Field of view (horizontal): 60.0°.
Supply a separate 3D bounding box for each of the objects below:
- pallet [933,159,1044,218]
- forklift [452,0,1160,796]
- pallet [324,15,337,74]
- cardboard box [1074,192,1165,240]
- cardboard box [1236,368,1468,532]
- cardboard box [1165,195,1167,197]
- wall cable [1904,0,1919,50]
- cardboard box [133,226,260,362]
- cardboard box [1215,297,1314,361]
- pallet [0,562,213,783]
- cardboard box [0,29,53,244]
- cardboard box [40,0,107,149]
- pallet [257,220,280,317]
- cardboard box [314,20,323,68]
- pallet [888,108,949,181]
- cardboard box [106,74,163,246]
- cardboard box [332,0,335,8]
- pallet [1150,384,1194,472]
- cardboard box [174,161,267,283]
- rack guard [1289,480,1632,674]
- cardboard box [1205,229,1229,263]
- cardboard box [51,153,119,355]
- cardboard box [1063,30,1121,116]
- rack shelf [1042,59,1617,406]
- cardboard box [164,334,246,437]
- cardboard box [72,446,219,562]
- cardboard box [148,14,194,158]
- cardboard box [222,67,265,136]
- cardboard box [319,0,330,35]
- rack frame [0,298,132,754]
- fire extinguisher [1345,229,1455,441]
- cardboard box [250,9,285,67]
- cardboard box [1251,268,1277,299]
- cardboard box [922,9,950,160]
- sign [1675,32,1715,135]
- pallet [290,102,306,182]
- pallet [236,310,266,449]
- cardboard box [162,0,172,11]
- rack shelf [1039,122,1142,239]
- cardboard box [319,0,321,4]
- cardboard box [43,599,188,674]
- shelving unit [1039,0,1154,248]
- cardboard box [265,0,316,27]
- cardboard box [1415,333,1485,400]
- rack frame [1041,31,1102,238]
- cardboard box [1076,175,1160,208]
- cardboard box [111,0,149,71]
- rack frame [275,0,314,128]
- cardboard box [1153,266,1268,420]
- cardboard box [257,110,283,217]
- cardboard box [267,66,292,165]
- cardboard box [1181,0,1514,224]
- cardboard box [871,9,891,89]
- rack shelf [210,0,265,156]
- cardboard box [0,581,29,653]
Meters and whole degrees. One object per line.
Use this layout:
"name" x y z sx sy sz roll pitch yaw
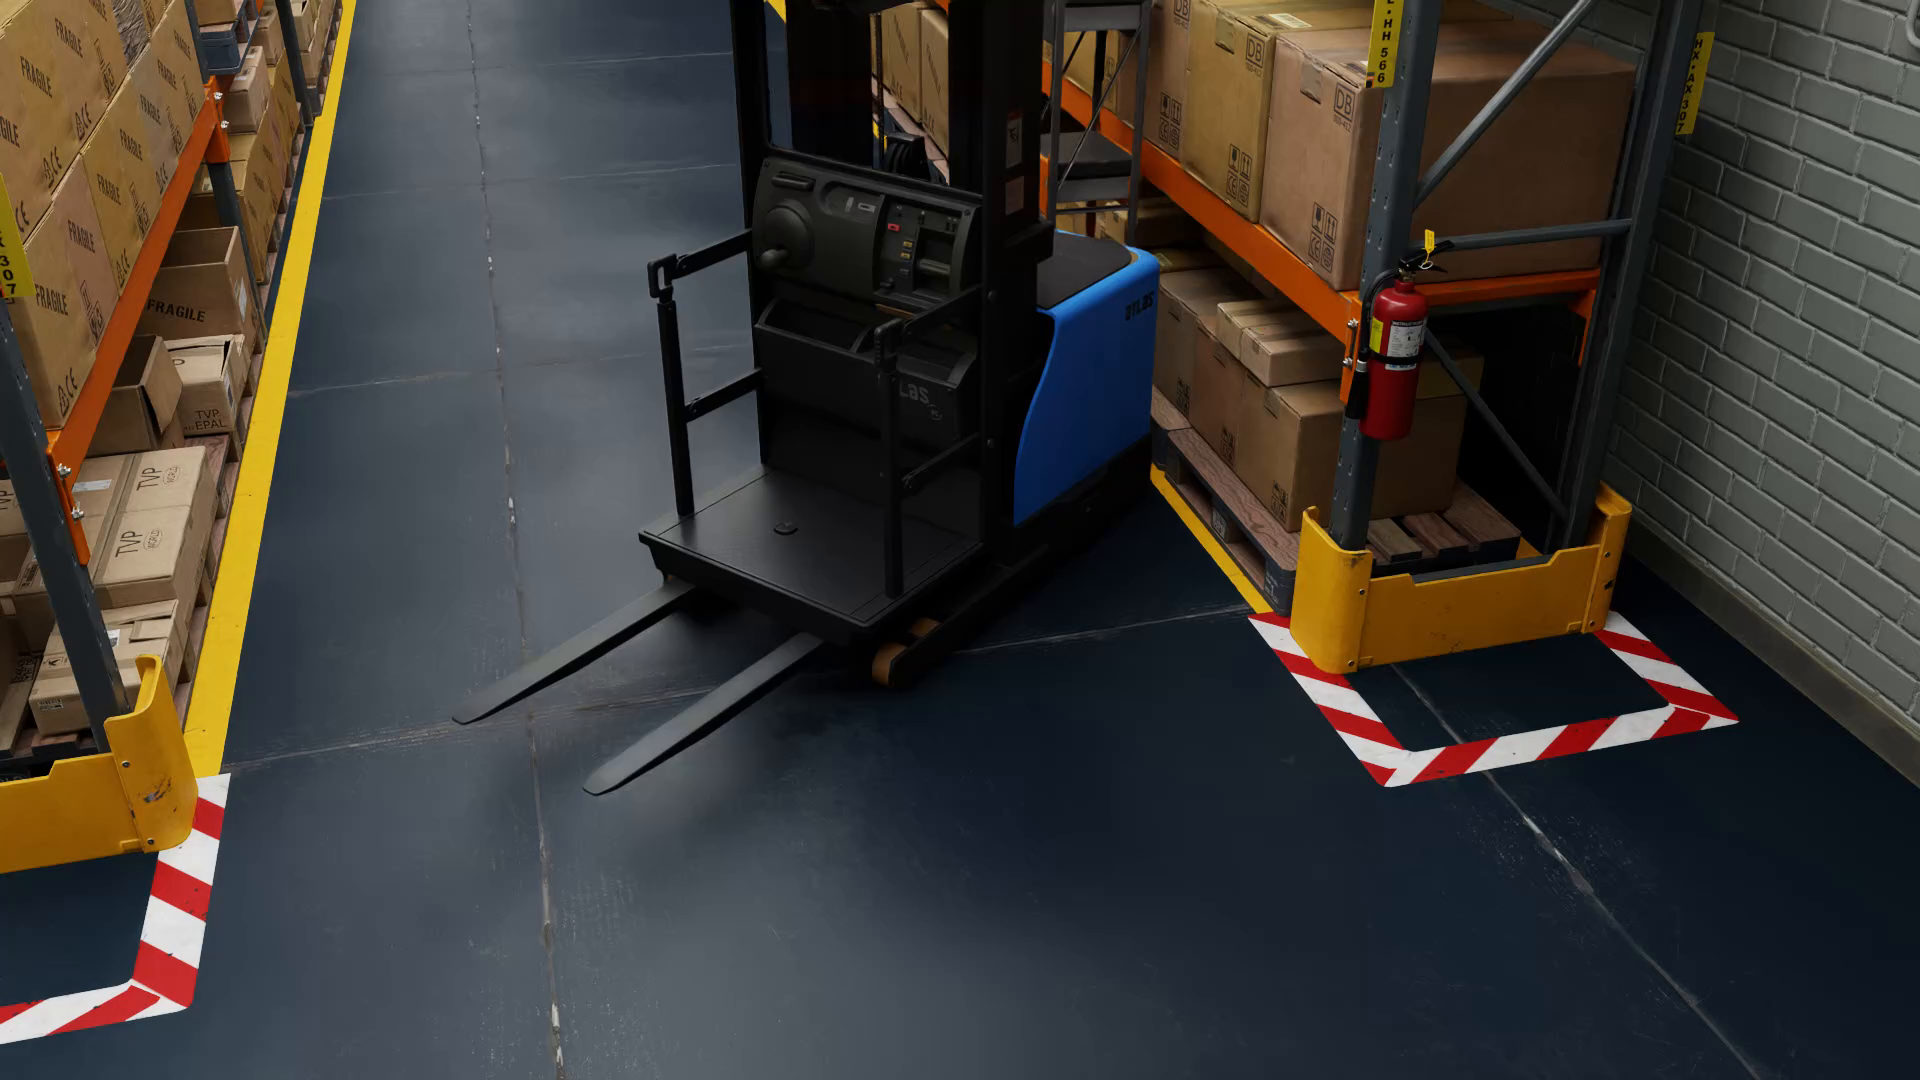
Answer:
"pallet" 0.469 -2.072 10.119 1.003 0.211 1.213 -8 31 -13
"forklift" -0.468 -1.021 5.587 1.130 2.935 3.031 20 36 31
"pallet" -5.591 -3.972 13.401 1.003 0.211 1.213 -8 31 -13
"cardboard box" 0.976 -1.398 8.247 0.700 0.500 0.500 -8 31 -14
"cardboard box" 1.526 -0.409 6.538 0.700 0.500 0.500 -8 31 -13
"cardboard box" 1.211 -1.637 8.012 0.380 0.149 0.250 -9 31 -15
"wall cable" 3.060 -0.931 4.350 0.084 1.984 1.851 -8 31 -13
"cardboard box" -3.604 -1.127 7.758 0.500 0.500 0.500 -8 31 -13
"cardboard box" 1.247 -0.851 6.654 0.380 0.149 0.250 -7 31 -12
"pallet" -3.200 0.462 5.742 1.003 0.211 1.213 -8 31 -13
"cardboard box" -2.831 -1.049 4.470 0.500 0.500 0.500 -7 31 -12
"cardboard box" -3.105 -1.543 5.323 0.500 0.500 0.500 -7 31 -13
"pallet" -4.281 -1.437 9.021 1.003 0.211 1.213 -8 31 -13
"cardboard box" -5.080 -3.714 12.498 0.500 0.250 0.500 -9 31 -15
"pallet" 0.141 -2.662 11.139 1.003 0.211 1.213 -8 31 -13
"cardboard box" -3.234 -1.349 5.987 0.500 0.500 0.500 -7 31 -13
"cardboard box" -5.630 -4.705 14.210 0.500 0.250 0.500 -8 31 -14
"pallet" 1.200 -0.741 7.820 1.003 0.211 1.213 -8 31 -13
"cardboard box" -3.922 -1.630 8.628 0.500 0.500 0.500 -9 31 -16
"rack guard" 1.814 0.109 6.062 1.175 0.500 0.348 -8 31 -13
"cardboard box" 1.347 -1.390 7.586 0.380 0.149 0.250 -8 31 -14
"cardboard box" -2.973 -0.865 5.150 0.500 0.500 0.500 -8 31 -14
"cardboard box" 1.063 -2.428 7.652 0.980 0.700 0.700 -9 31 -15
"rack shelf" 1.277 -1.639 7.305 1.077 0.370 4.000 -8 31 -13
"cardboard box" -3.405 -0.683 7.180 0.500 0.311 0.500 -8 31 -13
"cardboard box" -3.103 -0.107 6.247 0.500 0.250 0.500 -8 31 -13
"cardboard box" -3.510 -1.843 6.840 0.500 0.500 0.500 -7 31 -12
"cardboard box" -4.188 -2.438 9.275 0.500 0.250 0.500 -8 31 -13
"cardboard box" -5.360 -4.212 13.358 0.500 0.250 0.500 -7 31 -12
"rack frame" -2.967 -0.324 4.315 1.000 3.000 0.127 -8 31 -13
"fire extinguisher" 1.403 -0.655 5.337 0.296 0.674 0.183 -8 31 -13
"cardboard box" -4.597 -3.174 10.546 0.500 0.250 0.500 -7 31 -11
"cardboard box" 1.482 -1.144 7.161 0.380 0.149 0.250 -7 31 -13
"cardboard box" 0.210 -2.893 10.481 0.750 0.750 0.750 -7 31 -12
"sign" 2.345 -1.464 5.342 0.100 0.325 0.005 -8 31 -13
"pallet" -4.929 -2.615 11.057 1.003 0.211 1.213 -8 31 -13
"pallet" -3.847 -0.717 7.778 1.003 0.211 1.213 -8 31 -13
"cardboard box" -3.645 -2.522 7.015 0.500 0.500 0.500 -8 31 -13
"rack shelf" 0.490 -1.489 7.229 0.431 0.518 0.480 -7 29 -15
"cardboard box" -5.364 -4.461 13.229 0.500 0.311 0.500 -8 31 -14
"cardboard box" -2.813 0.343 5.552 0.380 0.166 0.250 -8 31 -13
"shelving unit" 0.490 -1.501 7.222 0.431 2.100 0.503 -7 29 -15
"cardboard box" -5.094 -3.967 12.374 0.500 0.311 0.500 -9 31 -15
"cardboard box" 1.752 -0.656 6.317 0.380 0.149 0.250 -8 31 -13
"rack frame" 0.420 -1.612 7.428 0.400 2.100 0.015 -7 29 -15
"cardboard box" 0.761 -1.732 8.177 0.380 0.149 0.250 -7 31 -12
"cardboard box" -3.373 -2.031 6.167 0.500 0.500 0.500 -8 31 -13
"rack frame" -5.090 -4.188 10.990 1.000 3.000 0.127 -8 31 -13
"cardboard box" 1.259 -0.893 7.375 0.700 0.500 0.500 -9 31 -15
"cardboard box" -4.200 -2.129 9.490 0.500 0.500 0.500 -7 31 -13
"cardboard box" -4.479 -2.626 10.348 0.500 0.500 0.500 -9 31 -15
"cardboard box" 1.459 -1.709 6.409 0.980 0.700 0.700 -8 31 -14
"cardboard box" -0.247 -3.727 11.921 0.750 0.750 0.750 -8 31 -14
"rack shelf" -4.560 -2.910 9.502 1.077 0.370 4.000 -8 31 -13
"cardboard box" -3.370 0.275 5.670 0.380 0.166 0.250 -8 31 -13
